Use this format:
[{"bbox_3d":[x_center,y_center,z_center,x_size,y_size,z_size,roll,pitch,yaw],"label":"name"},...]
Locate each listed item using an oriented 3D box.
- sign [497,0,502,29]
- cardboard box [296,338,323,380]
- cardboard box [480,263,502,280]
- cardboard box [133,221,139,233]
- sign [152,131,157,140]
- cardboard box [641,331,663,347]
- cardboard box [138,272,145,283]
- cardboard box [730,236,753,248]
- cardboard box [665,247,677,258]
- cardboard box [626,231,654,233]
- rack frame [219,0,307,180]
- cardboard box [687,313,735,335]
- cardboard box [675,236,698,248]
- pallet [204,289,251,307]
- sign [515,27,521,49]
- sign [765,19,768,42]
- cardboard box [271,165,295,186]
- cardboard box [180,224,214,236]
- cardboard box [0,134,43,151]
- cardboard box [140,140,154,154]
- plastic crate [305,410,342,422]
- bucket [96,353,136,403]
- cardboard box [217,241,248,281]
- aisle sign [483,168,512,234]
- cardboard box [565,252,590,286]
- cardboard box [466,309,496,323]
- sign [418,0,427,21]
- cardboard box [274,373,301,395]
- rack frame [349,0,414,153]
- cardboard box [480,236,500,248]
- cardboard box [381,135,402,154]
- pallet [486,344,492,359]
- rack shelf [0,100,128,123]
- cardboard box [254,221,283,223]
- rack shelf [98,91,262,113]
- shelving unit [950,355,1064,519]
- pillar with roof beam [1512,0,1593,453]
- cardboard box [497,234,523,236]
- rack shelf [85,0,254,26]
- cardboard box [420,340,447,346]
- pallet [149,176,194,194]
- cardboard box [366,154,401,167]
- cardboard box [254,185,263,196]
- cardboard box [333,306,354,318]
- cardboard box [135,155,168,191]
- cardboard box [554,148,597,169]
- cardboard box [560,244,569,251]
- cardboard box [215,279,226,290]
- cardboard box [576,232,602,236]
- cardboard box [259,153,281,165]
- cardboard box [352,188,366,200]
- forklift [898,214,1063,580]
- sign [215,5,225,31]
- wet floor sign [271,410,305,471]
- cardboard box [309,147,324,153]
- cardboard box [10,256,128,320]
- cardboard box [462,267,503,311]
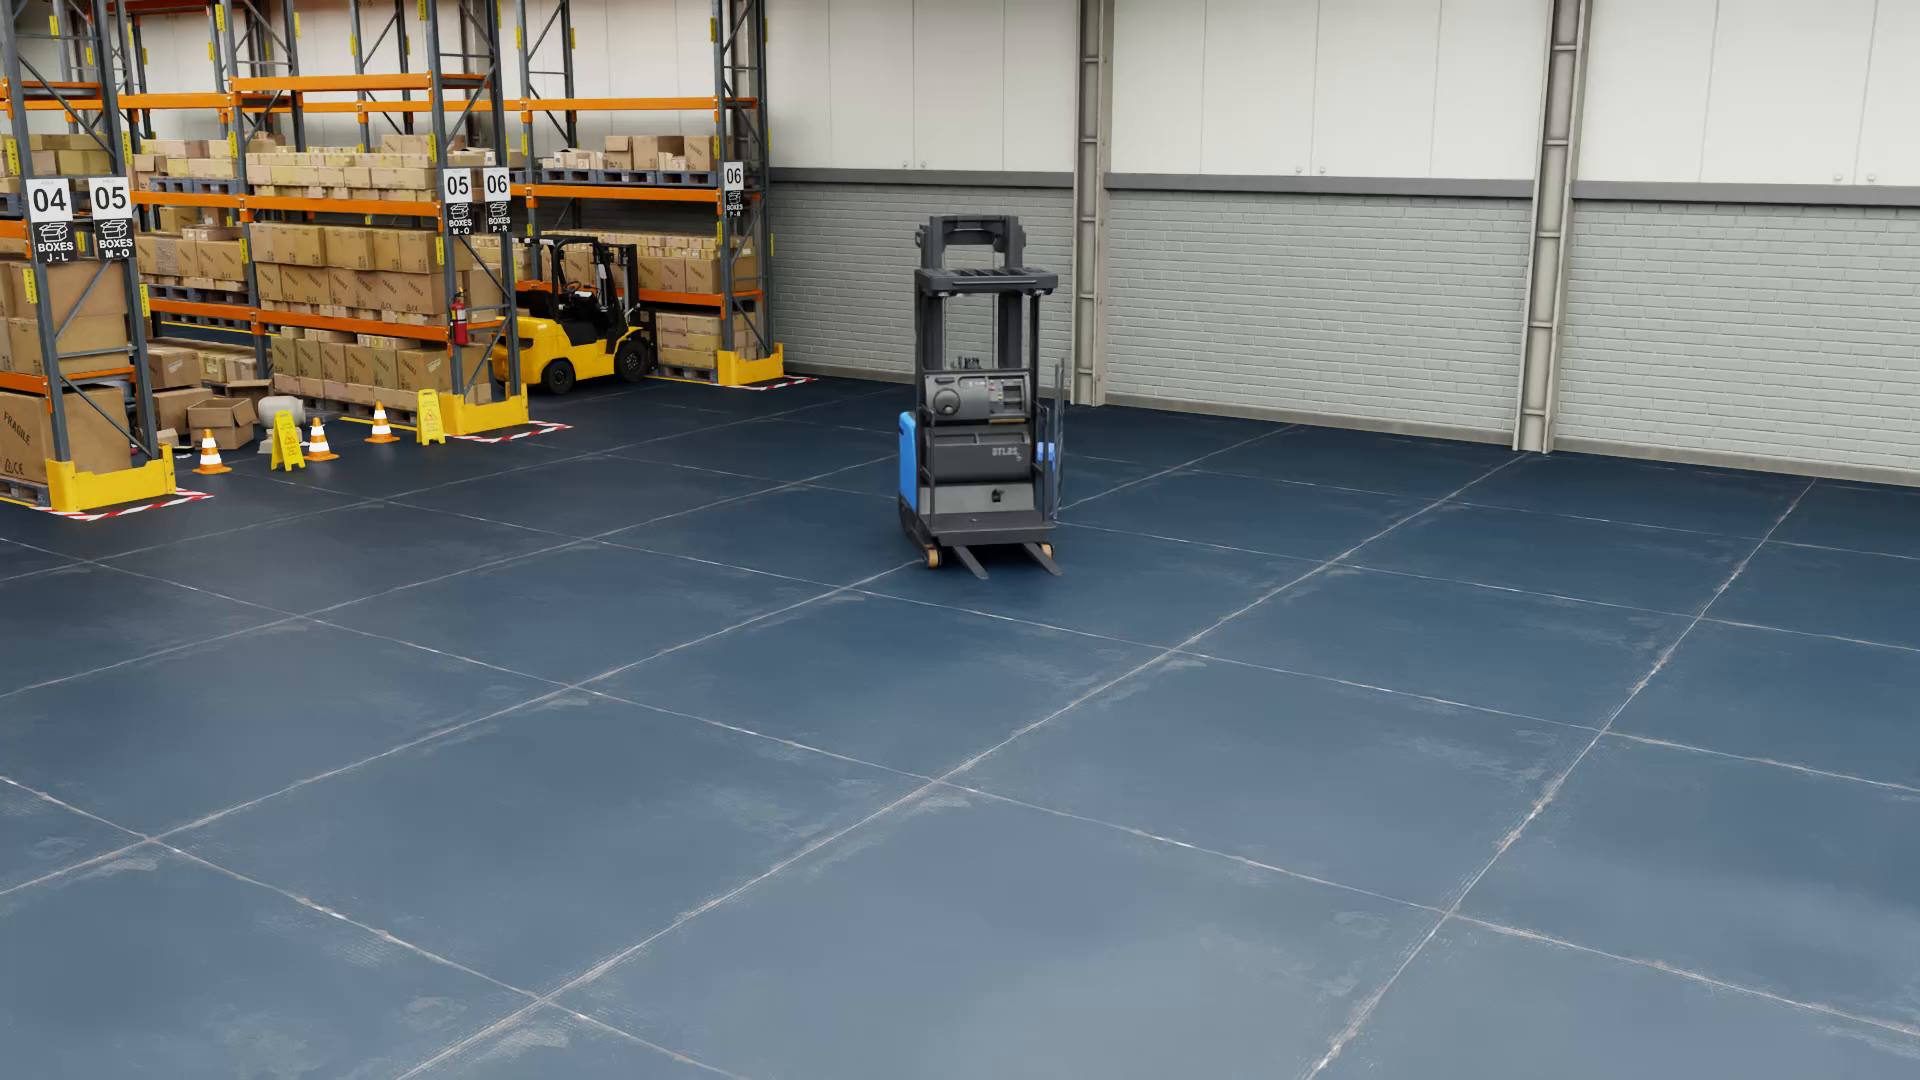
[{"bbox_3d":[-5.612,-6.376,20.172,0.005,0.325,0.100,9,17,33],"label":"sign"},{"bbox_3d":[-8.445,-2.431,22.117,0.500,0.500,0.500,10,17,35],"label":"cardboard box"},{"bbox_3d":[-7.452,-4.400,27.093,0.500,0.250,0.500,9,17,32],"label":"cardboard box"},{"bbox_3d":[-12.826,-4.586,25.244,0.500,0.500,0.500,9,16,31],"label":"cardboard box"},{"bbox_3d":[-16.098,-7.994,33.215,0.005,0.325,0.100,9,17,33],"label":"sign"},{"bbox_3d":[-4.577,-3.104,25.353,0.500,0.250,0.500,9,16,32],"label":"cardboard box"},{"bbox_3d":[-11.754,-3.807,24.034,0.250,0.149,0.380,9,17,33],"label":"cardboard box"},{"bbox_3d":[-3.308,-4.450,24.806,0.250,0.149,0.380,9,16,32],"label":"cardboard box"},{"bbox_3d":[-4.201,-4.319,24.898,0.250,0.149,0.380,9,17,32],"label":"cardboard box"},{"bbox_3d":[-4.989,-4.738,25.970,0.250,0.149,0.380,9,16,32],"label":"cardboard box"},{"bbox_3d":[-9.234,-6.313,22.024,0.127,3.000,1.000,9,17,33],"label":"rack frame"},{"bbox_3d":[-3.704,-3.208,24.736,0.500,0.250,0.500,10,17,35],"label":"cardboard box"},{"bbox_3d":[-4.017,-4.425,24.705,0.250,0.149,0.380,10,17,34],"label":"cardboard box"},{"bbox_3d":[-9.787,-3.439,23.299,1.213,0.211,1.003,9,17,33],"label":"pallet"},{"bbox_3d":[-6.760,-7.685,25.459,0.005,0.325,0.100,9,17,33],"label":"sign"},{"bbox_3d":[-2.833,-7.407,24.169,0.005,0.325,0.100,9,17,33],"label":"sign"},{"bbox_3d":[-8.589,-4.747,21.636,0.500,0.250,0.500,9,17,32],"label":"cardboard box"},{"bbox_3d":[-11.039,-4.485,24.077,0.250,0.149,0.380,8,16,30],"label":"cardboard box"},{"bbox_3d":[-9.063,-3.815,15.957,0.250,0.149,0.380,9,17,33],"label":"cardboard box"},{"bbox_3d":[-15.361,-7.524,31.813,0.500,0.250,0.500,9,16,32],"label":"cardboard box"},{"bbox_3d":[-8.389,-1.609,21.585,0.583,0.080,0.402,3,14,14],"label":"plastic crate"},{"bbox_3d":[-10.514,-1.990,20.697,0.726,0.611,0.620,-10,7,-35],"label":"bucket"},{"bbox_3d":[-9.746,-3.814,22.712,0.500,0.500,0.500,9,16,32],"label":"cardboard box"},{"bbox_3d":[-5.691,-4.180,20.482,0.004,0.787,0.394,9,17,33],"label":"aisle sign"},{"bbox_3d":[-5.803,-4.261,26.013,0.500,0.500,0.500,10,17,34],"label":"cardboard box"},{"bbox_3d":[-6.082,-2.829,20.959,0.250,0.149,0.380,9,17,33],"label":"cardboard box"},{"bbox_3d":[-6.242,-6.199,19.290,0.005,0.325,0.100,9,17,33],"label":"sign"},{"bbox_3d":[-8.896,-2.137,22.488,0.500,0.250,0.500,8,16,30],"label":"cardboard box"},{"bbox_3d":[-9.786,-7.839,28.191,0.127,3.000,1.000,9,17,33],"label":"rack frame"},{"bbox_3d":[-7.565,-4.839,26.997,0.250,0.149,0.380,9,16,31],"label":"cardboard box"},{"bbox_3d":[-9.321,-6.538,27.888,0.500,0.500,0.500,9,17,33],"label":"cardboard box"},{"bbox_3d":[-7.100,-3.128,27.448,1.213,0.211,1.003,9,17,33],"label":"pallet"},{"bbox_3d":[-14.213,-6.574,25.409,4.000,0.370,1.077,9,17,33],"label":"rack shelf"},{"bbox_3d":[-12.399,-5.537,30.294,0.500,0.500,0.700,9,17,33],"label":"cardboard box"},{"bbox_3d":[-14.765,-8.293,31.528,4.000,0.370,1.077,9,17,33],"label":"rack shelf"},{"bbox_3d":[0.458,-1.012,16.216,1.048,1.500,0.538,2,14,10],"label":"shelving unit"},{"bbox_3d":[4.332,-4.572,14.992,0.400,9.000,9.100,9,17,33],"label":"pillar with roof beam"},{"bbox_3d":[-7.455,-4.993,27.619,0.250,0.149,0.380,9,17,33],"label":"cardboard box"},{"bbox_3d":[-14.765,-9.908,31.129,4.000,0.370,1.077,9,17,33],"label":"rack shelf"},{"bbox_3d":[-6.887,-2.333,21.720,0.500,0.500,0.500,8,16,31],"label":"cardboard box"},{"bbox_3d":[-10.550,-5.008,23.387,1.003,0.211,1.213,9,17,33],"label":"pallet"},{"bbox_3d":[-7.156,-4.723,20.708,0.250,0.149,0.380,9,17,33],"label":"cardboard box"},{"bbox_3d":[-9.111,-4.643,22.044,0.250,0.149,0.380,9,16,32],"label":"cardboard box"},{"bbox_3d":[-7.871,-2.971,21.531,0.250,0.149,0.380,9,17,33],"label":"cardboard box"},{"bbox_3d":[-11.272,-5.244,23.736,0.637,0.503,0.797,9,17,33],"label":"cardboard box"},{"bbox_3d":[-5.913,-5.896,25.686,0.500,0.311,0.500,10,17,34],"label":"cardboard box"},{"bbox_3d":[-6.134,-4.625,26.131,0.250,0.149,0.380,10,17,34],"label":"cardboard box"},{"bbox_3d":[-10.024,-3.535,22.938,0.250,0.149,0.380,9,16,31],"label":"cardboard box"},{"bbox_3d":[-5.728,-4.692,25.785,0.250,0.149,0.380,10,17,34],"label":"cardboard box"},{"bbox_3d":[-8.923,-4.985,21.768,0.250,0.149,0.380,10,17,34],"label":"cardboard box"},{"bbox_3d":[-7.414,-4.368,20.932,0.250,0.149,0.380,9,16,31],"label":"cardboard box"},{"bbox_3d":[0.199,-1.273,14.293,1.130,2.935,3.031,-3,14,-11],"label":"forklift"},{"bbox_3d":[-9.539,-6.732,21.442,0.005,0.325,0.100,9,17,33],"label":"sign"},{"bbox_3d":[-7.465,-1.112,18.398,0.232,0.644,0.267,6,15,23],"label":"wet floor sign"},{"bbox_3d":[-11.103,-6.776,29.002,0.250,0.149,0.380,9,16,32],"label":"cardboard box"},{"bbox_3d":[-8.880,-2.518,16.620,0.550,0.550,0.875,9,17,33],"label":"cardboard box"},{"bbox_3d":[-6.154,-3.176,21.010,0.500,0.500,0.500,9,16,32],"label":"cardboard box"}]
